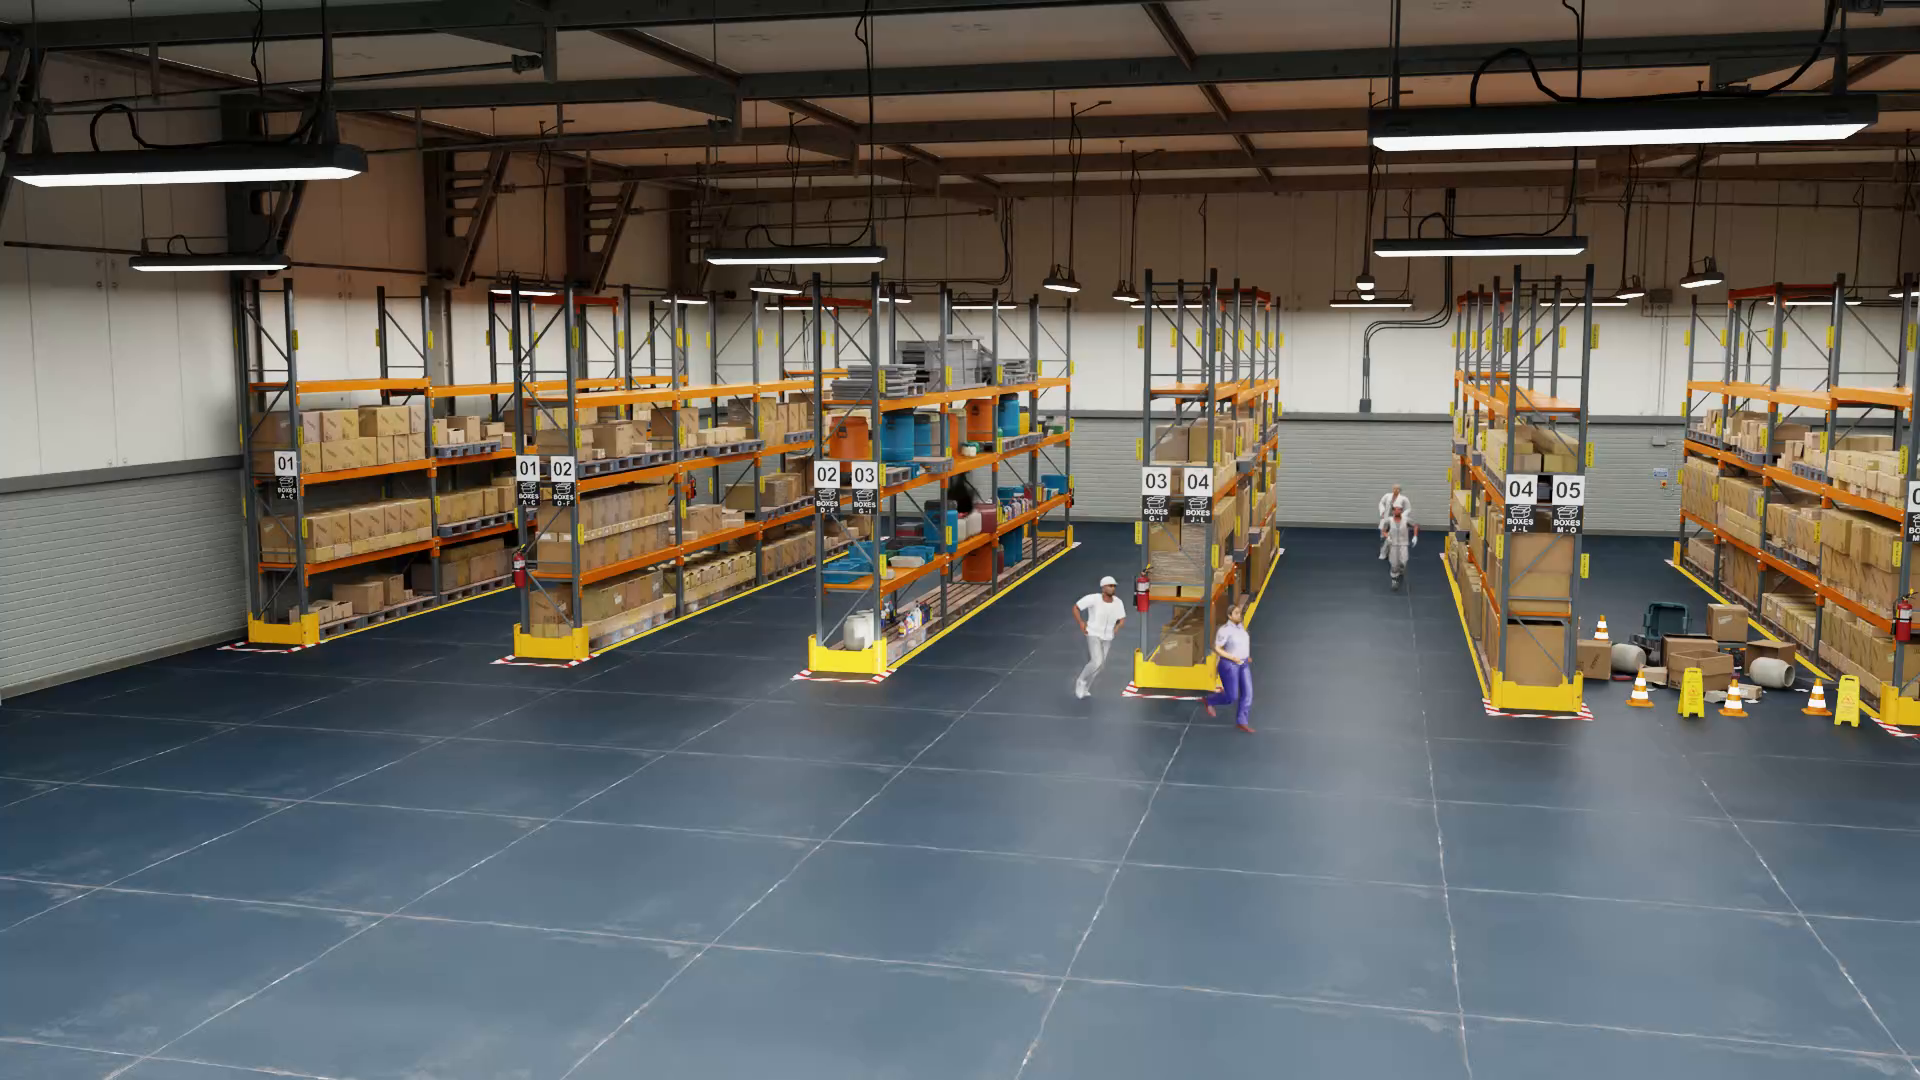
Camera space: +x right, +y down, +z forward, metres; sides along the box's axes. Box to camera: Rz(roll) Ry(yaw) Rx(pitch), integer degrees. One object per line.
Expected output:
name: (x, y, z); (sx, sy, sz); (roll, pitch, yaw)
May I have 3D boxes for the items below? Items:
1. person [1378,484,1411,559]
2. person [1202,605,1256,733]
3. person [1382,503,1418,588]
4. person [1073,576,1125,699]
person: (10.008, -0.431, 38.323); (0.730, 1.738, 0.691); (4, 8, 29)
person: (3.507, 1.643, 21.461); (0.607, 1.631, 0.779); (-6, 9, -42)
person: (8.848, 0.124, 33.498); (0.695, 1.738, 0.701); (2, 7, 18)
person: (1.979, 1.359, 23.299); (0.730, 1.716, 0.612); (-3, 8, -27)
